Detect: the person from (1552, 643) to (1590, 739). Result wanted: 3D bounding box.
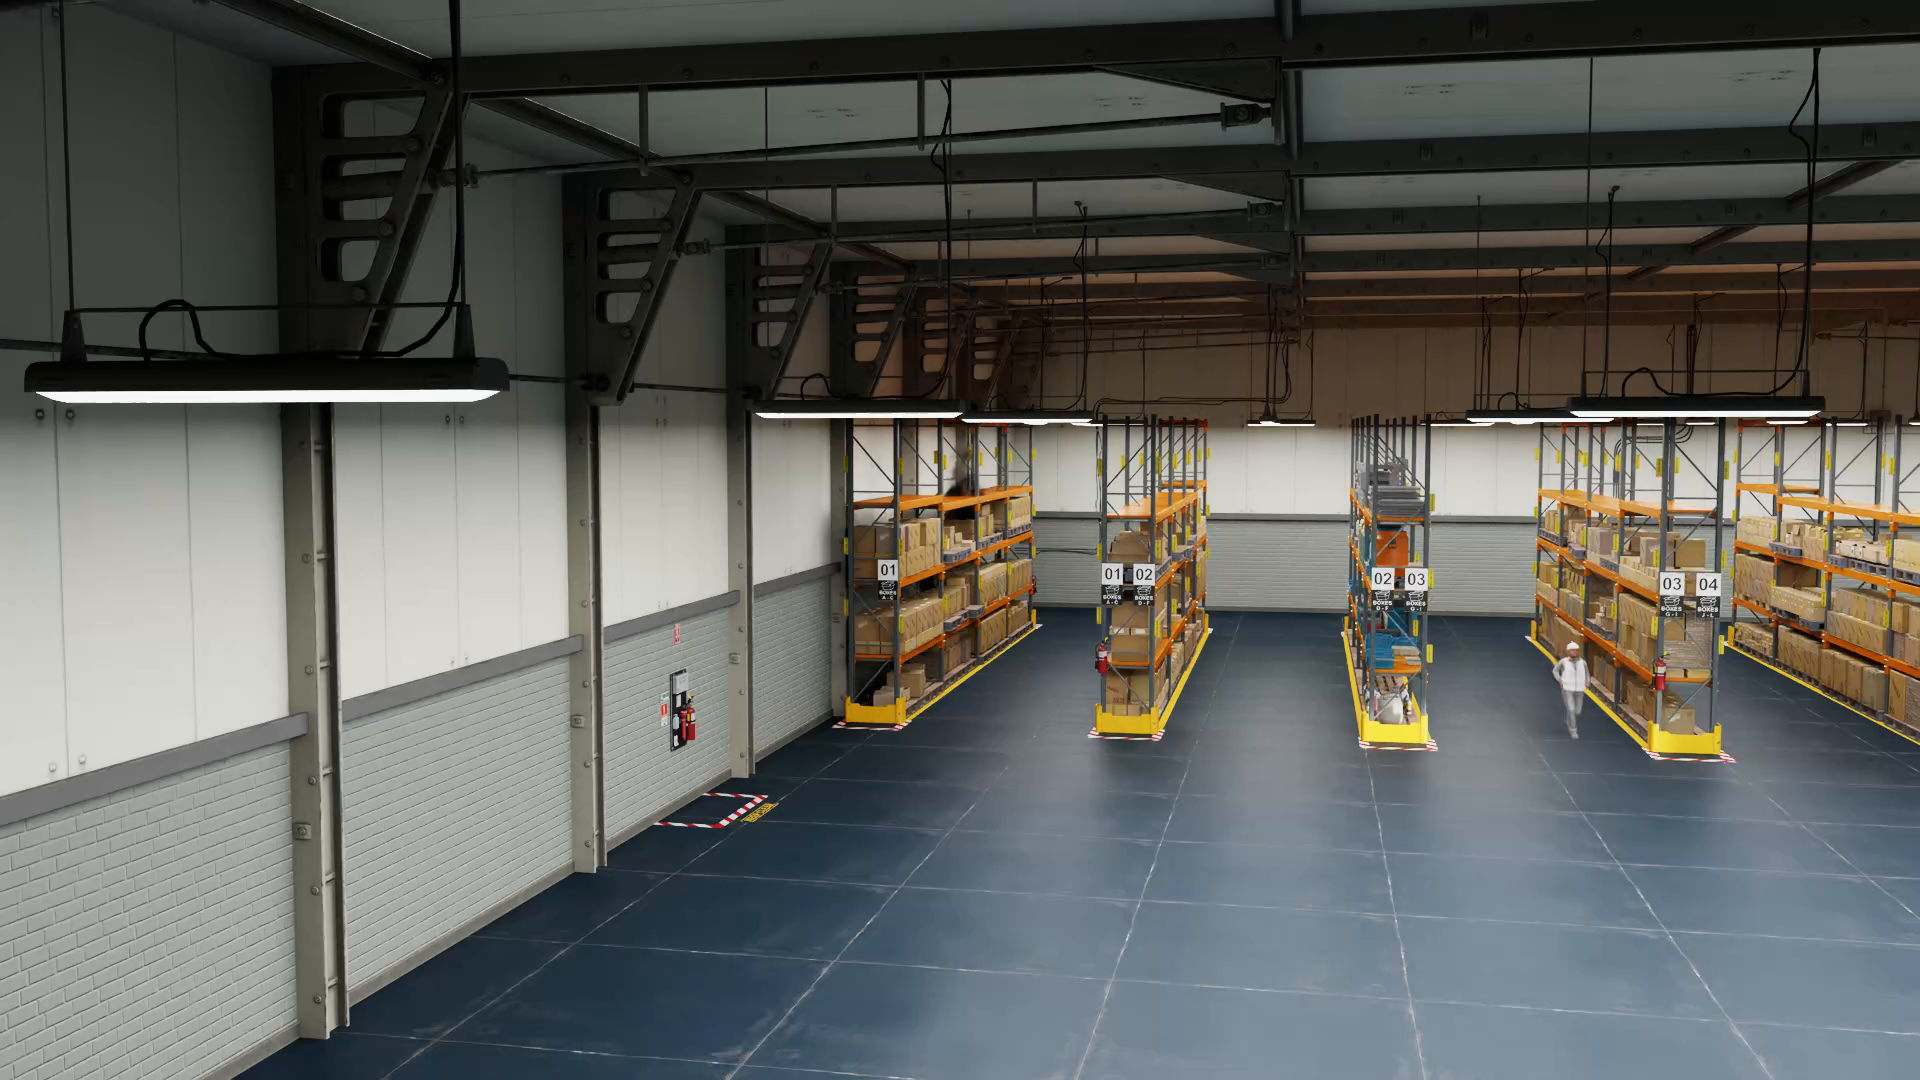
[{"bbox_3d":[11.432,2.792,31.077,0.662,1.763,0.819,0,4,3],"label":"person"}]
